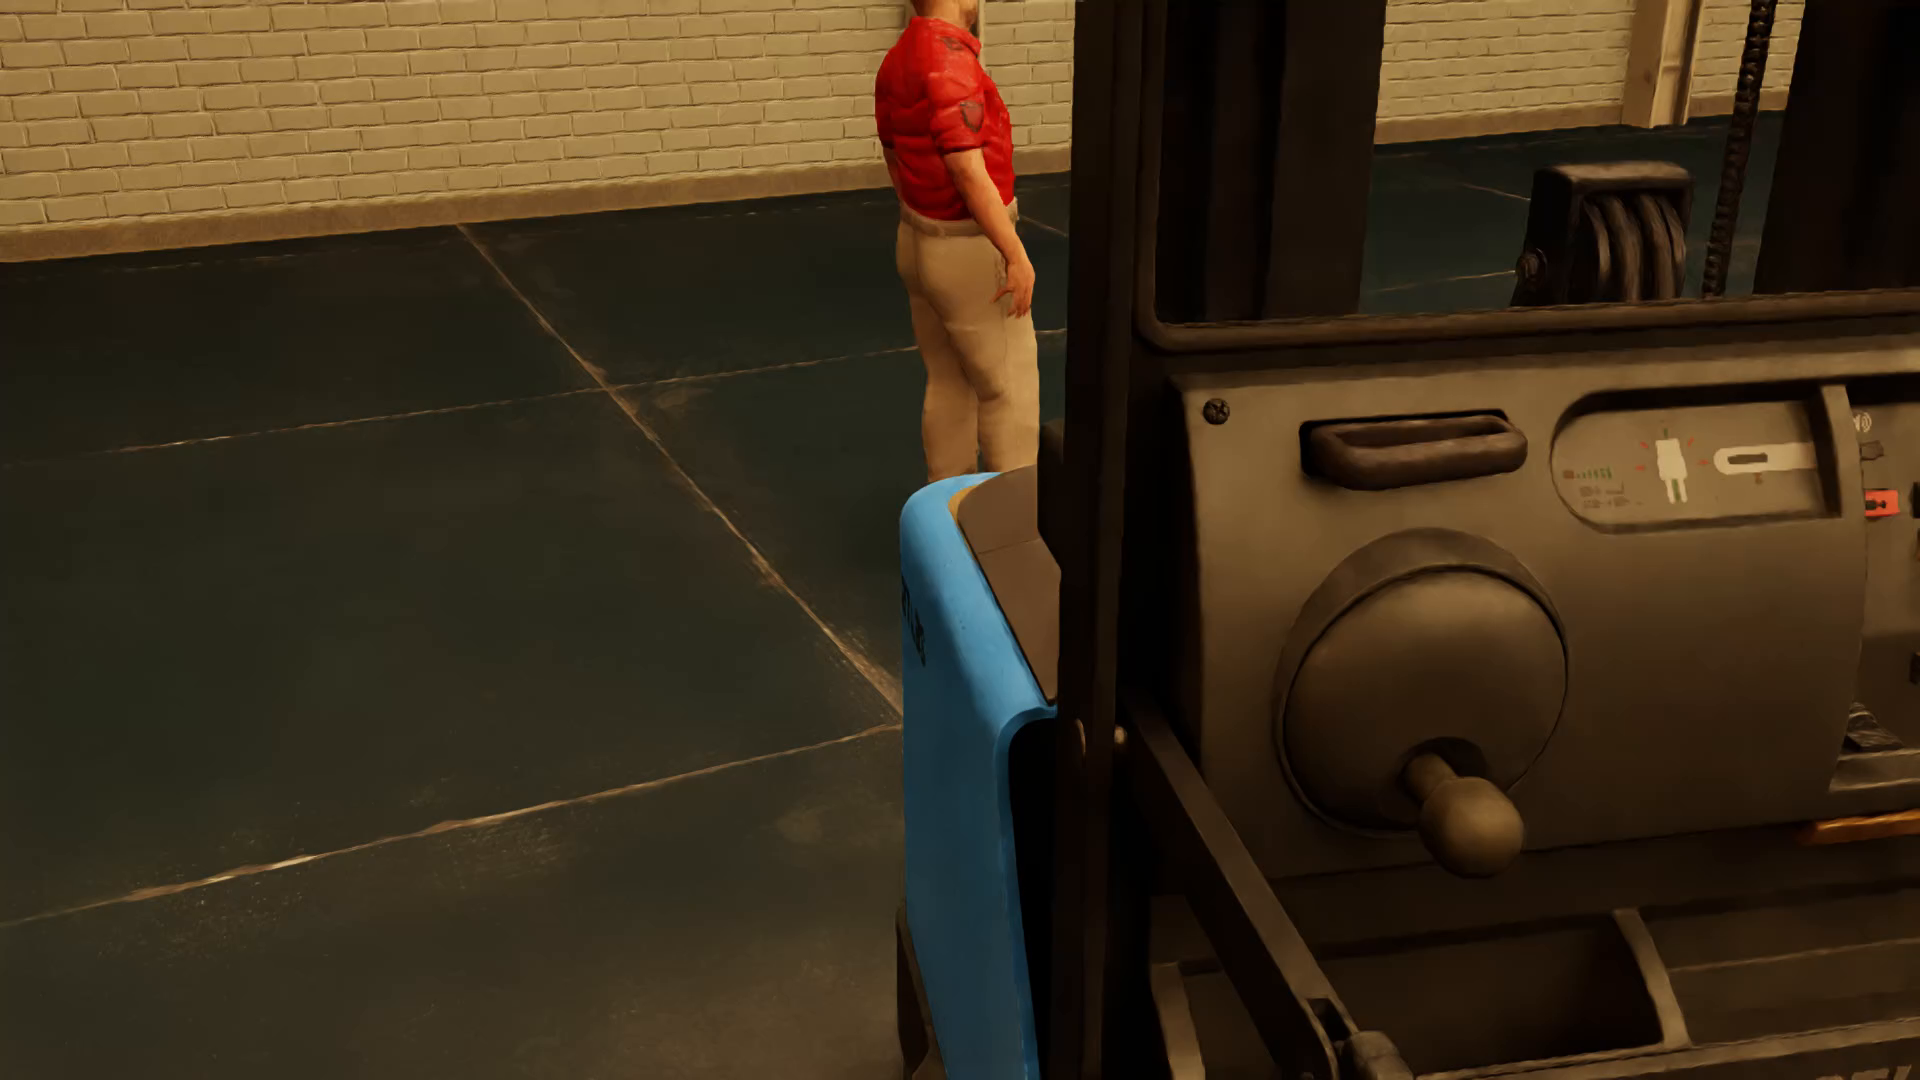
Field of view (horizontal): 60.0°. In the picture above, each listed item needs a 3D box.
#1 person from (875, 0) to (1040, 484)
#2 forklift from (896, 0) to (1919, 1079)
[{"bbox_3d":[0.086,-0.816,4.797,0.550,1.727,0.640,-10,25,-23],"label":"person"},{"bbox_3d":[0.669,0.060,1.141,1.130,2.935,3.031,-4,23,-10],"label":"forklift"}]
